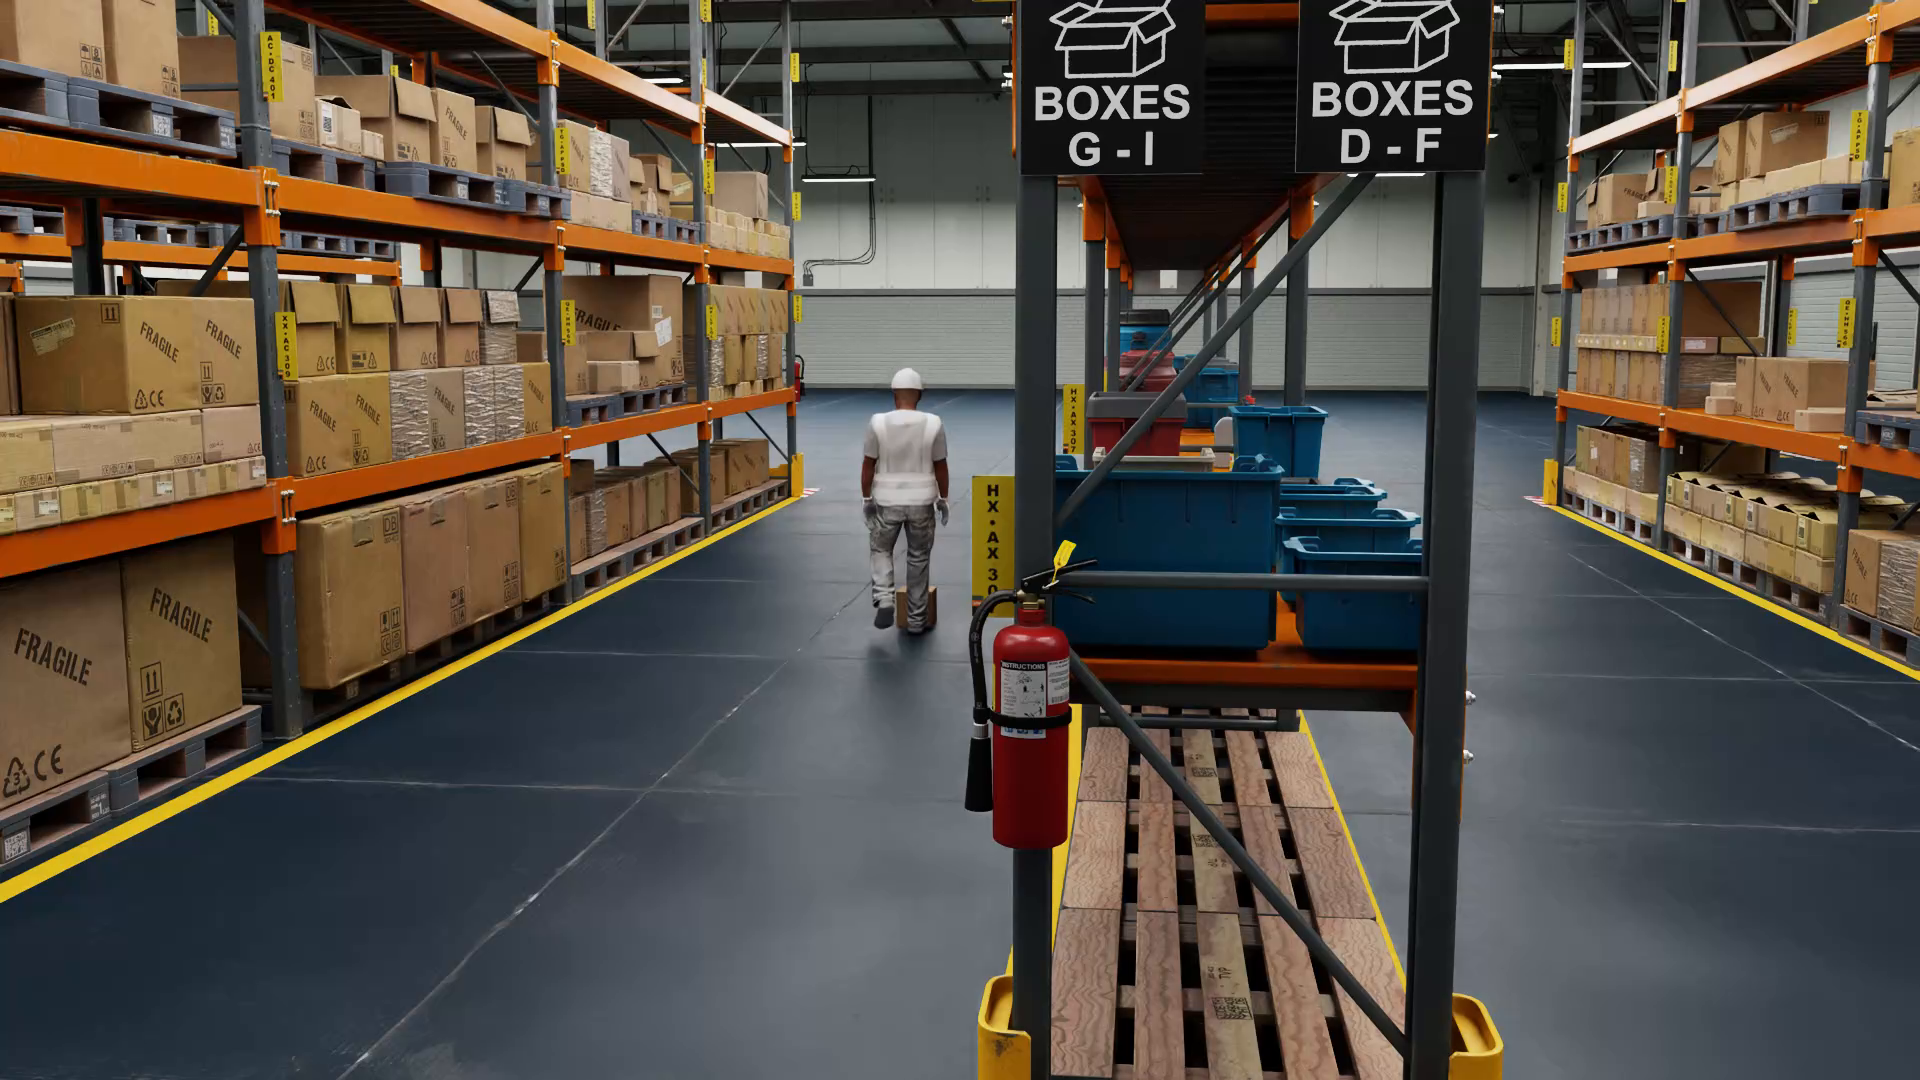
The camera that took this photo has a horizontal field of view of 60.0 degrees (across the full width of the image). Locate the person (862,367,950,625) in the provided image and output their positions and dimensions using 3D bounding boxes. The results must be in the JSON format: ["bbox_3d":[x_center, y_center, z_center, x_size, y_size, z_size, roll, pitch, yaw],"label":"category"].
[{"bbox_3d":[-0.352,-0.269,10.939,0.581,1.722,0.498,0,7,-1],"label":"person"}]
